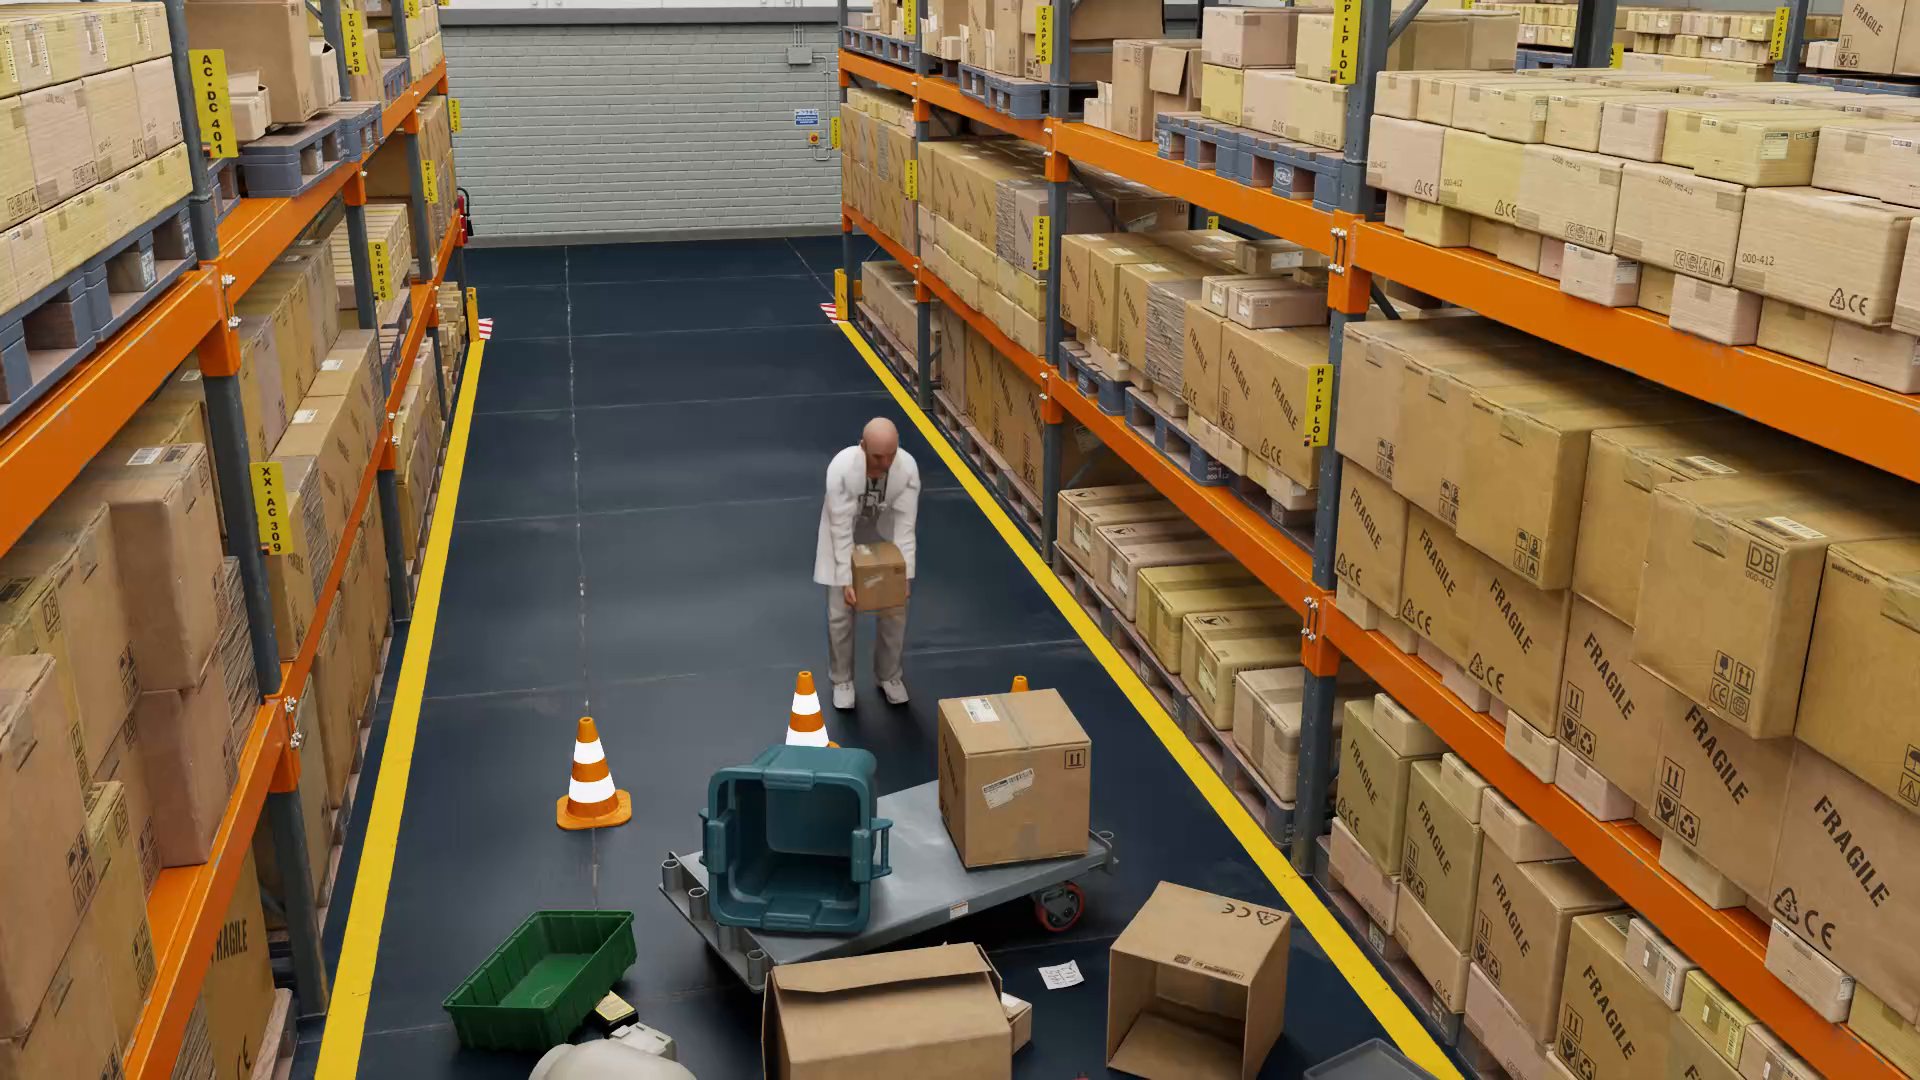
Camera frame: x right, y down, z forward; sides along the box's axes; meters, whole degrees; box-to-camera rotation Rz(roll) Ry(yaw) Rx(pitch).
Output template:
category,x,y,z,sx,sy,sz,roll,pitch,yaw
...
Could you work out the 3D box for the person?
category,x,y,z,sx,sy,sz,roll,pitch,yaw
person,-0.467,0.105,8.522,0.544,1.633,0.697,-5,20,-14
